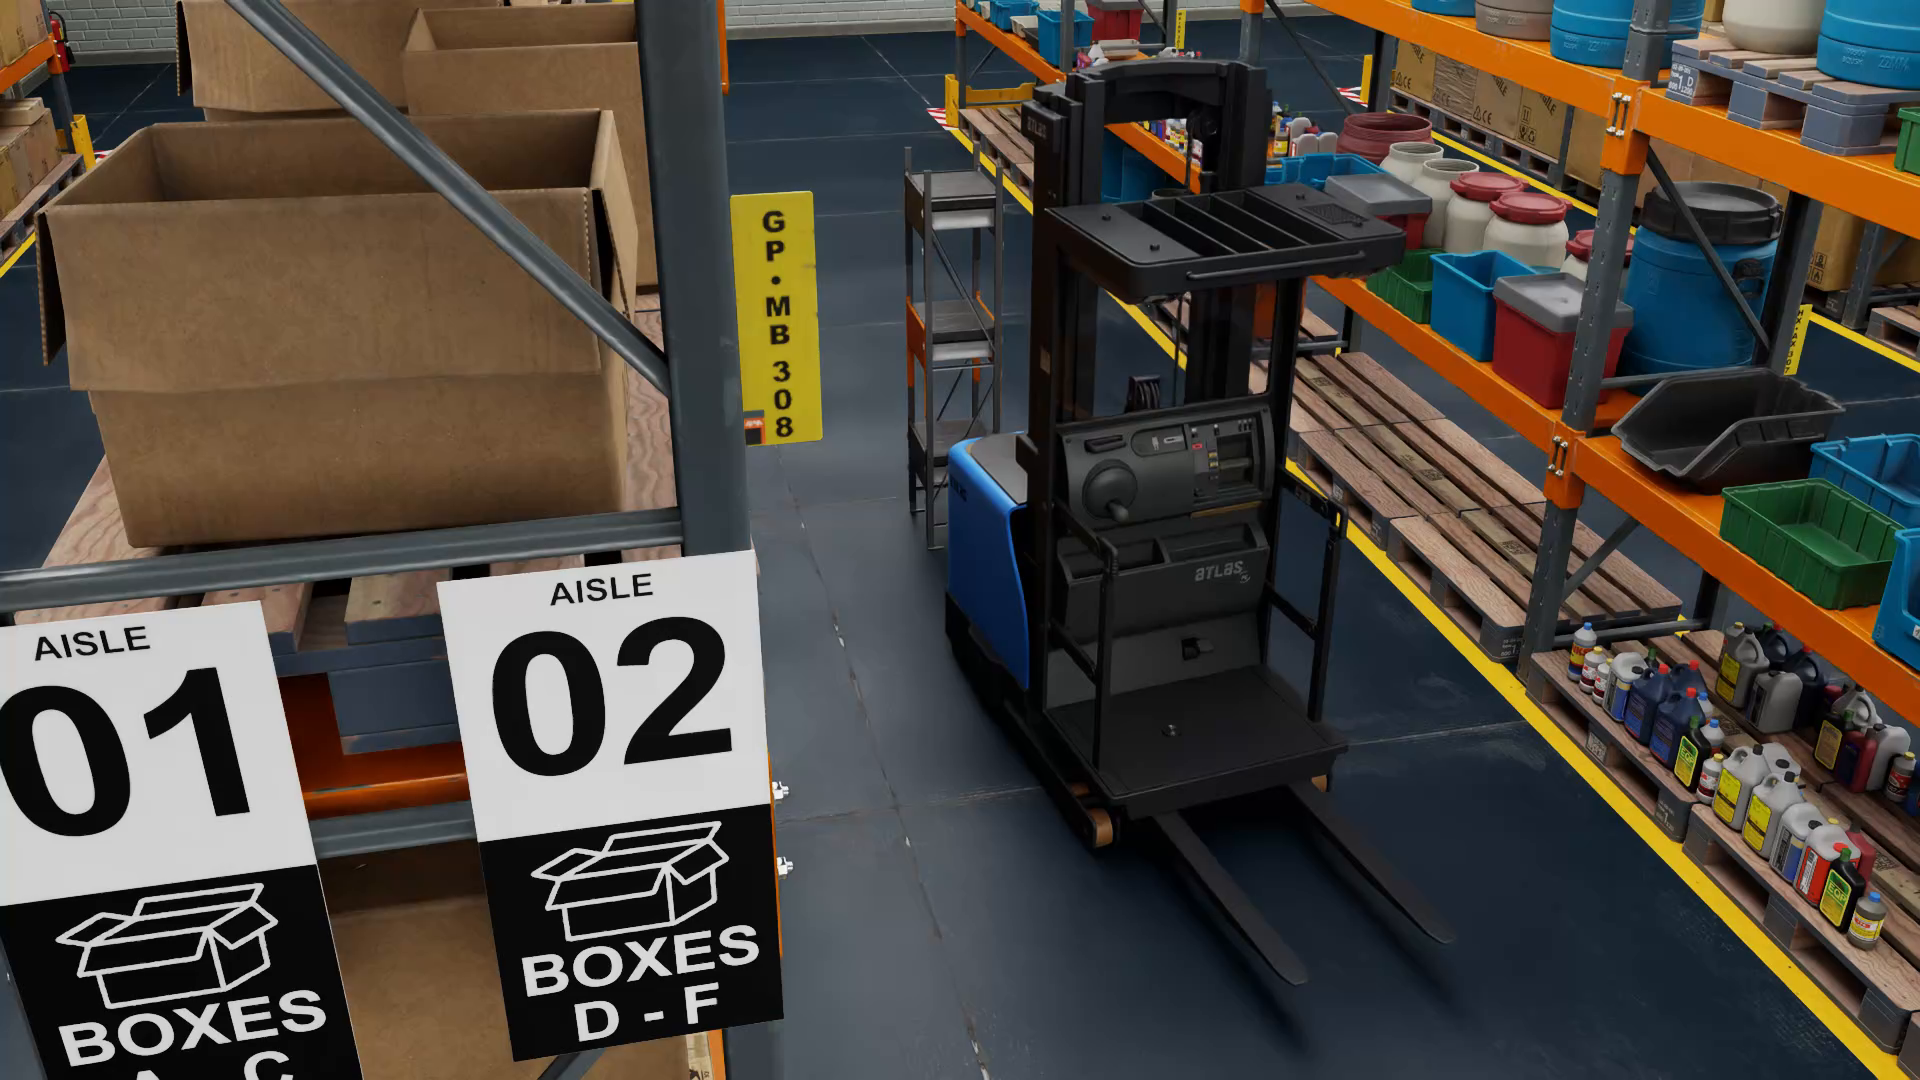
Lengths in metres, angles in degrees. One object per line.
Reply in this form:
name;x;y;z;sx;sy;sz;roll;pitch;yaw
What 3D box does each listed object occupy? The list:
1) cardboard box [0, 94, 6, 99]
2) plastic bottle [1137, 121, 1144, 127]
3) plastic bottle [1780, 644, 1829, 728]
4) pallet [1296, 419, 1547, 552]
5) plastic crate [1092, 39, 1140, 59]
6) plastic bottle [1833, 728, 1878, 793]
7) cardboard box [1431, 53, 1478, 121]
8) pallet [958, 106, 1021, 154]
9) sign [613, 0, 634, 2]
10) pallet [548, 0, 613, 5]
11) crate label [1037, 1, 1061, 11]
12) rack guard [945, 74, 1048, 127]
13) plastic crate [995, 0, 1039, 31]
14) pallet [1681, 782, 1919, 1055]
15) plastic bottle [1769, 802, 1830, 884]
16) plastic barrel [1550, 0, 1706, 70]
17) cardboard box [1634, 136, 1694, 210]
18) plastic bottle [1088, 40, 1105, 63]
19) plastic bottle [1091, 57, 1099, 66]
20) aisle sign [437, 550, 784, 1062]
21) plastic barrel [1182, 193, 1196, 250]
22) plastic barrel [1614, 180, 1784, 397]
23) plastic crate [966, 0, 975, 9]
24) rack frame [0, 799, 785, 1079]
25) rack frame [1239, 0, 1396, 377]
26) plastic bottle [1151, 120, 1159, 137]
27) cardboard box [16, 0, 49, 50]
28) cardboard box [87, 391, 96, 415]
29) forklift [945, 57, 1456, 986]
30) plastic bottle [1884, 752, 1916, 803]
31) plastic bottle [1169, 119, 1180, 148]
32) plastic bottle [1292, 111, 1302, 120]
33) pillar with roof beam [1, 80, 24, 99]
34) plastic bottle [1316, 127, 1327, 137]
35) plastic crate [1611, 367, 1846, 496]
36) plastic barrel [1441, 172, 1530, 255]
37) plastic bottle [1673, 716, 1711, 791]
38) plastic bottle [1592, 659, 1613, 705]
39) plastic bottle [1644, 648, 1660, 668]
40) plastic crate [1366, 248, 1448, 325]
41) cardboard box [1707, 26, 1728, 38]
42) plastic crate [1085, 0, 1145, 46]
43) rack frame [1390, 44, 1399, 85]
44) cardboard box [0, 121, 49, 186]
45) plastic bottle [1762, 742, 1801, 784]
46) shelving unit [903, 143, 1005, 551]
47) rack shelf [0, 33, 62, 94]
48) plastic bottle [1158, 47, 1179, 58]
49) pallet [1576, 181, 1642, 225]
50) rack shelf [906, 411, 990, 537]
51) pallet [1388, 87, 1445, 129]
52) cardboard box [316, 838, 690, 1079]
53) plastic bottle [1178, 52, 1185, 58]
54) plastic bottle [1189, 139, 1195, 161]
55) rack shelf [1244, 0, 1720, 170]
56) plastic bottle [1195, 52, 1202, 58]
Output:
cardboard box;-9.168;-4.070;15.574;0.380;0.149;0.250;-6;27;-11
plastic bottle;1.424;-3.294;12.501;0.144;0.351;0.185;-6;27;-12
plastic bottle;3.626;0.614;7.156;0.144;0.351;0.185;-7;28;-14
pallet;2.663;-0.342;9.694;1.003;0.211;1.213;-6;27;-12
plastic crate;1.388;-4.350;14.765;0.396;0.136;0.243;-6;27;-12
plastic bottle;3.628;0.869;6.726;0.061;0.283;0.133;-6;27;-12
cardboard box;5.705;-5.047;17.813;0.875;0.875;0.875;-6;27;-12
pallet;0.600;-4.367;17.668;1.003;0.211;1.213;-6;27;-12
sign;-1.130;-1.871;5.637;0.100;0.325;0.005;-6;27;-12
pallet;-2.077;-2.440;7.635;1.003;0.211;1.213;-5;27;-9
crate label;0.950;-5.299;16.645;0.396;0.136;0.243;-6;27;-12
rack guard;0.434;-4.871;18.346;1.175;0.500;0.348;-6;27;-12
plastic crate;0.551;-5.078;16.101;0.416;0.233;0.300;-6;27;-12
pallet;3.546;1.371;6.300;1.003;0.211;1.213;-6;27;-12
plastic bottle;3.156;1.130;6.217;0.152;0.276;0.135;-7;28;-13
plastic barrel;2.830;-2.474;6.937;0.600;0.901;0.708;-6;27;-12
cardboard box;6.545;-3.293;14.336;1.225;0.875;0.875;-7;28;-13
plastic bottle;1.126;-3.995;13.890;0.144;0.351;0.185;-6;27;-12
plastic bottle;1.116;-3.810;13.612;0.097;0.271;0.097;0;27;0
aisle sign;-0.456;0.385;2.274;0.394;0.787;0.004;-6;27;-12
plastic barrel;1.874;-2.286;12.659;0.600;0.588;0.708;-6;27;-12
plastic barrel;3.365;-1.134;7.611;0.600;0.901;0.708;-6;27;-12
plastic crate;0.179;-5.596;17.234;0.250;0.136;0.298;-6;27;-12
rack frame;-0.769;1.548;2.855;1.000;3.000;0.127;-6;27;-12
rack frame;2.255;-2.466;10.806;1.000;3.000;0.127;-6;27;-12
plastic bottle;1.495;-3.154;12.224;0.144;0.351;0.185;-6;27;-12
cardboard box;-9.075;-4.883;15.262;0.980;0.700;0.700;-5;27;-9
cardboard box;-1.285;-0.453;3.035;0.500;0.250;0.500;-6;27;-12
forklift;0.925;-0.268;6.529;1.130;2.935;3.031;-10;28;-18
plastic bottle;3.784;0.943;6.669;0.097;0.201;0.097;0;27;0
plastic bottle;1.556;-2.922;11.930;0.097;0.201;0.097;0;27;0
plastic bottle;2.382;-2.903;11.802;0.061;0.283;0.133;-6;27;-12
pillar with roof beam;-6.457;-9.185;17.460;9.100;9.000;0.400;-6;27;-12
plastic bottle;2.473;-2.685;11.383;0.097;0.271;0.097;0;27;0
plastic crate;3.151;-0.439;6.860;0.767;0.338;0.504;-6;27;-12
plastic barrel;2.892;-1.725;9.187;0.433;0.535;0.433;0;27;0
plastic bottle;2.973;0.863;6.739;0.061;0.283;0.133;-5;27;-9
plastic bottle;2.847;0.617;7.316;0.097;0.201;0.097;0;27;0
plastic bottle;3.004;0.619;7.221;0.061;0.283;0.133;-6;27;-12
plastic crate;2.489;-1.351;8.833;0.450;0.188;0.662;-6;27;-12
cardboard box;6.387;-3.875;13.488;0.500;0.500;0.500;-5;27;-11
plastic crate;1.397;-4.695;15.085;0.402;0.464;0.583;-6;27;-12
rack frame;5.278;-6.481;18.761;1.000;3.000;0.127;-6;27;-12
cardboard box;-8.832;-3.527;15.216;0.700;0.500;0.500;-6;27;-12
plastic bottle;3.211;0.950;6.574;0.152;0.276;0.135;-6;27;-12
shelving unit;-0.037;-1.010;8.921;0.431;2.100;0.503;-6;27;-12
rack shelf;-8.749;-3.773;14.194;1.077;0.370;4.000;-6;27;-12
plastic bottle;1.757;-4.026;14.036;0.152;0.276;0.135;-6;27;-12
pallet;6.426;-3.149;15.254;1.003;0.211;1.213;-6;27;-12
rack shelf;-0.037;-0.373;9.242;0.431;0.518;0.480;-6;27;-12
pallet;5.534;-4.893;18.710;1.003;0.211;1.213;-6;27;-12
cardboard box;-0.874;0.694;2.995;0.700;0.500;0.500;-6;27;-11
plastic bottle;1.781;-3.734;13.373;0.144;0.351;0.185;-6;27;-12
plastic bottle;1.644;-2.782;11.575;0.097;0.271;0.097;0;27;0
rack shelf;2.706;-2.606;8.553;1.077;0.370;4.000;-6;27;-12
plastic bottle;1.921;-3.748;13.402;0.144;0.351;0.185;-6;27;-12
